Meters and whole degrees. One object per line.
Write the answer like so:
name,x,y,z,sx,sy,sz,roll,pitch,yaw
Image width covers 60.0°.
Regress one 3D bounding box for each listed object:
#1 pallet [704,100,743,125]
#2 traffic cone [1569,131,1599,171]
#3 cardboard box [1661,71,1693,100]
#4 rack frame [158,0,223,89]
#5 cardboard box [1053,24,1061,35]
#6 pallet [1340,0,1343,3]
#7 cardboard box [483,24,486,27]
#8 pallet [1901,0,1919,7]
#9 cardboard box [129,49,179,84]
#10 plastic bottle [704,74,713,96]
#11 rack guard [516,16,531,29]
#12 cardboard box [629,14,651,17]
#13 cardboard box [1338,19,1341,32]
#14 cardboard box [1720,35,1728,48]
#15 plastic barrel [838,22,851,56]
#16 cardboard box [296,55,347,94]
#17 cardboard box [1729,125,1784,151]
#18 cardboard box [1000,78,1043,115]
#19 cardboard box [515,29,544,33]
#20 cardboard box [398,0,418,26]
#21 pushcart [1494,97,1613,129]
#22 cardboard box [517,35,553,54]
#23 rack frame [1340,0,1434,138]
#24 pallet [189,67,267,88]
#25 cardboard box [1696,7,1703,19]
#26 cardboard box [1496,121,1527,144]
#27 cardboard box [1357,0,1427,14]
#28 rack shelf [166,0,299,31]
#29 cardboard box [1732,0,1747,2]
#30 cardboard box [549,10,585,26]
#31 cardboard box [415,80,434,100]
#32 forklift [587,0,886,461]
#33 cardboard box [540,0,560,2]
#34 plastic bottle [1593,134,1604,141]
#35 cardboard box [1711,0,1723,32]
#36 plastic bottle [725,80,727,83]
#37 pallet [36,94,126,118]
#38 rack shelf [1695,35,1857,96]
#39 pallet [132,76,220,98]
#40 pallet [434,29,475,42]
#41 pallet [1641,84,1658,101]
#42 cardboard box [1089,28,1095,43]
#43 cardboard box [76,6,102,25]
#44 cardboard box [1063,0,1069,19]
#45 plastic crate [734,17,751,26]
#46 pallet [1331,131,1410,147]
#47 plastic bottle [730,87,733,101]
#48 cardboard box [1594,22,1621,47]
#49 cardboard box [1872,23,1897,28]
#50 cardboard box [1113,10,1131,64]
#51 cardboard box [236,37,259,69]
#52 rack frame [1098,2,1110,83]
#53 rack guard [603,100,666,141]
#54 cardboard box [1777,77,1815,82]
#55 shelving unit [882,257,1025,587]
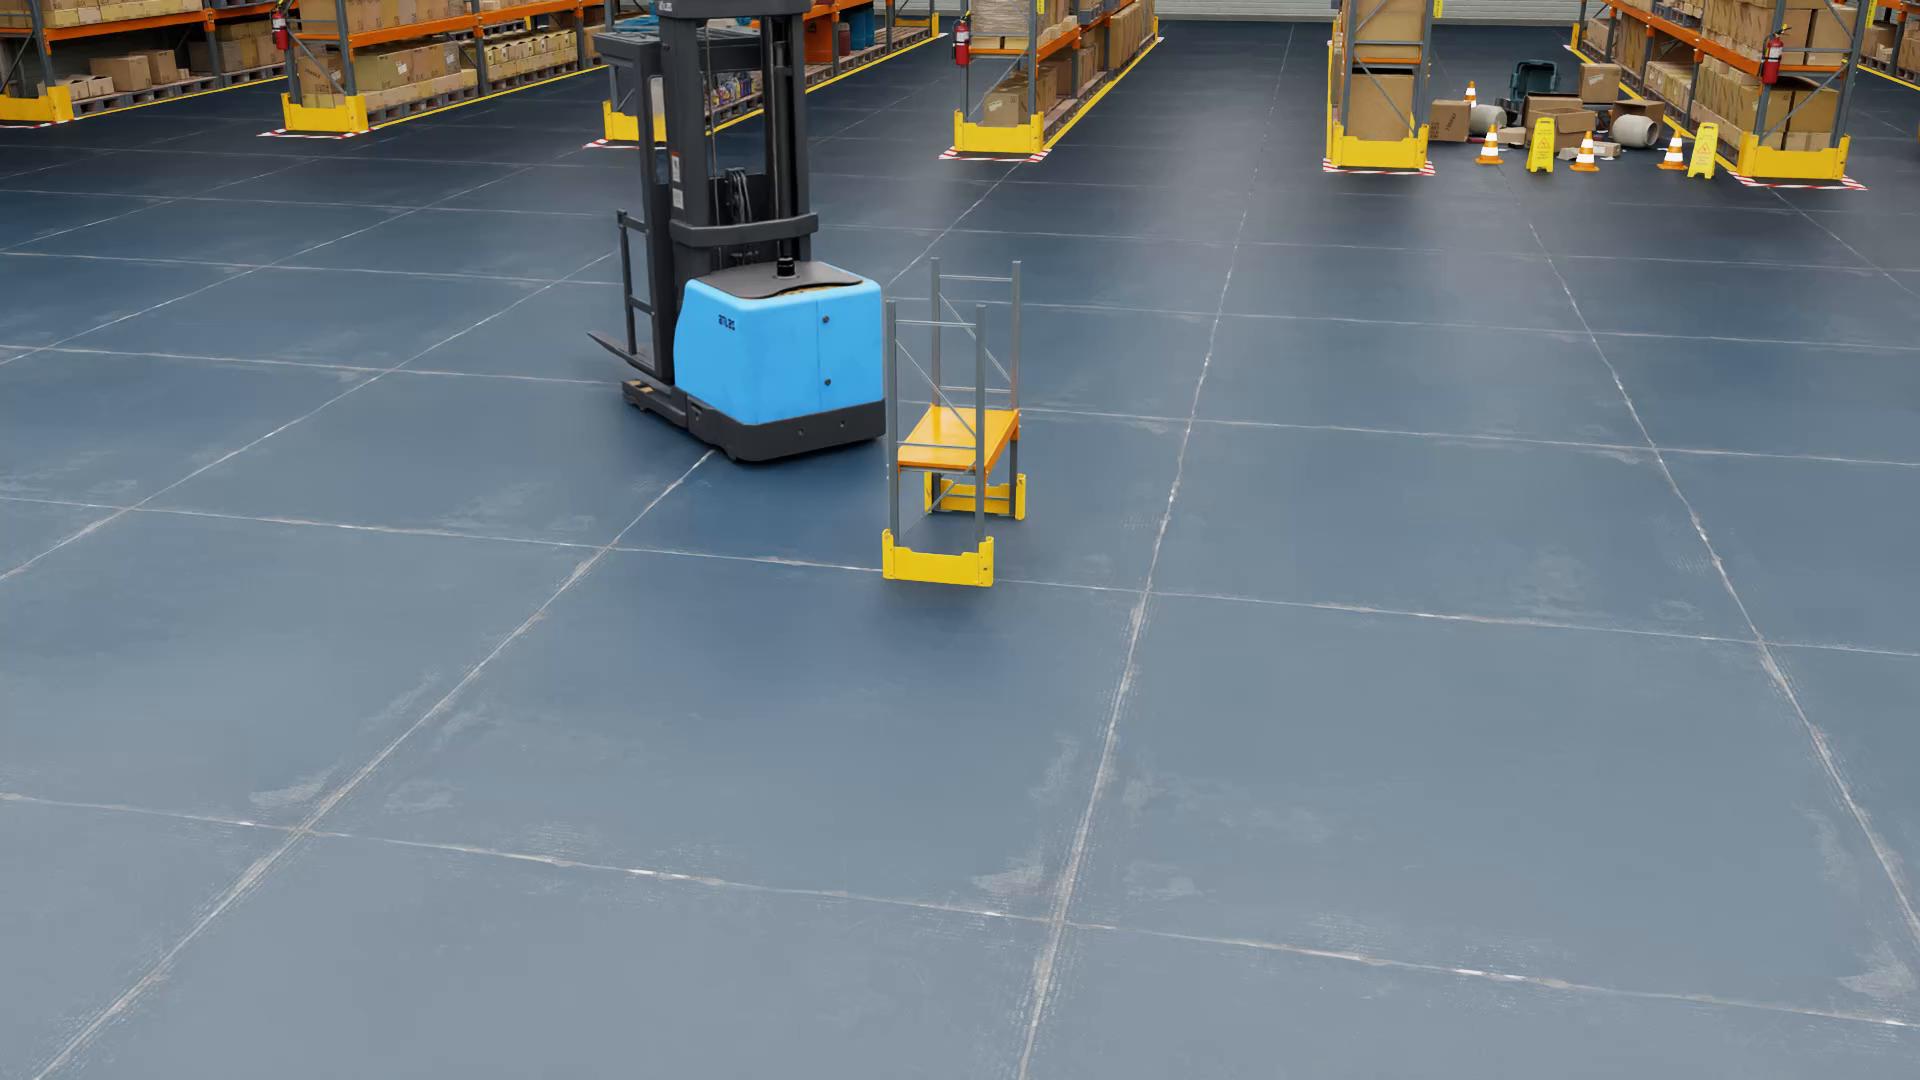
pallet,-3.952,-6.470,25.137,1.003,0.211,1.213,4,22,11
traffic cone,7.876,-4.897,20.894,0.336,0.463,0.334,4,22,11
cardboard box,11.411,-7.006,25.690,0.950,0.372,0.625,5,23,13
rack frame,-13.226,-9.209,28.204,1.000,3.000,0.127,4,22,11
cardboard box,1.245,-7.311,23.829,0.380,0.149,0.250,4,22,11
pallet,7.336,-9.762,29.835,1.003,0.211,1.213,4,22,11
cardboard box,-11.128,-11.807,37.439,0.700,0.500,0.500,5,22,12
pallet,17.245,-9.497,29.175,1.003,0.211,1.213,4,22,11
cardboard box,-13.399,-7.871,27.639,0.500,0.500,0.500,3,22,7
plastic bottle,-3.957,-7.155,26.060,0.144,0.351,0.185,4,22,11
rack guard,-10.772,-12.447,39.590,1.175,0.500,0.348,4,22,11
cardboard box,-6.563,-10.601,34.417,0.500,0.500,0.500,4,22,11
cardboard box,7.165,-9.339,30.307,0.500,0.250,0.500,5,23,13
cardboard box,10.374,-6.646,22.178,0.380,0.149,0.250,5,22,11
plastic barrel,-2.398,-9.586,31.807,0.600,0.588,0.708,4,22,11
cardboard box,-9.374,-6.856,24.476,0.500,0.500,0.500,4,22,11
cardboard box,10.113,-5.102,21.126,0.500,0.250,0.500,4,22,11
cardboard box,0.884,-6.325,23.826,0.500,0.500,0.500,7,23,16
cardboard box,-7.954,-9.306,30.813,0.500,0.311,0.500,5,23,13
cardboard box,-8.771,-8.153,25.447,0.700,0.500,0.500,5,23,13
pushcart,8.781,-6.260,24.392,1.648,0.377,0.936,-3,22,-8
cardboard box,-7.631,-8.890,29.780,0.500,0.311,0.500,4,22,11
rack frame,5.340,-6.198,20.729,1.000,3.000,0.127,4,22,11
pallet,-13.068,-8.200,29.433,1.003,0.211,1.213,4,22,11
cardboard box,10.858,-7.608,24.004,0.380,0.149,0.250,5,22,12
cardboard box,7.609,-5.624,22.962,0.396,0.266,0.258,8,23,20
cardboard box,5.454,-6.902,20.829,0.875,0.550,0.550,4,22,11
rack shelf,-12.818,-9.607,30.155,1.077,0.370,4.000,4,22,11
cardboard box,10.211,-7.089,21.069,0.700,0.500,0.500,4,22,10
cardboard box,-7.591,-10.069,32.093,0.500,0.250,0.500,5,23,13
cardboard box,-8.557,-7.017,25.880,0.500,0.250,0.500,4,22,11
forklift,-1.726,-2.346,11.256,1.130,2.935,3.031,-14,26,-31
cardboard box,-7.473,-9.829,30.080,0.380,0.149,0.250,4,22,11
plastic bottle,8.924,-5.629,23.248,0.133,0.061,0.283,8,23,20
cardboard box,10.581,-7.180,22.635,0.500,0.500,0.500,4,22,11
plastic bottle,-3.587,-6.951,25.644,0.061,0.283,0.133,4,22,11
pallet,-13.826,-6.775,25.893,1.003,0.211,1.213,4,22,11
rack shelf,10.615,-6.256,21.834,1.077,0.370,4.000,4,22,11
pallet,-13.328,-7.667,28.109,1.003,0.211,1.213,4,22,11
pallet,-11.362,-11.114,36.666,1.003,0.211,1.213,4,22,11
pallet,11.678,-7.205,26.960,1.003,0.211,1.213,4,22,11
cardboard box,2.030,-8.684,28.655,0.500,0.250,0.500,5,23,13
cardboard box,-13.540,-8.031,25.454,0.500,0.250,0.500,4,22,9
cardboard box,1.169,-8.101,24.921,0.875,0.500,0.500,4,22,11
plastic crate,-3.487,-7.959,25.301,0.499,0.251,0.616,4,22,11
pallet,5.427,-5.203,21.991,1.003,0.211,1.213,4,22,11
plastic bottle,-3.516,-6.810,25.404,0.097,0.201,0.097,0,22,0
cardboard box,13.256,-10.132,33.362,0.875,0.438,0.875,5,22,12
cardboard box,17.901,-9.842,32.559,0.700,0.500,0.500,5,23,13
cardboard box,2.488,-9.325,30.773,1.225,0.875,0.875,5,22,11
cardboard box,-13.036,-8.717,29.740,0.700,0.500,0.500,4,22,10
rack frame,2.138,-9.539,29.024,1.000,3.000,0.127,4,22,11
rack guard,-4.374,-5.863,23.242,1.175,0.500,0.348,4,22,11
cardboard box,10.859,-5.782,21.810,0.500,0.500,0.500,5,22,12
shelving unit,-0.016,-0.668,9.004,0.587,1.500,1.083,4,22,11
